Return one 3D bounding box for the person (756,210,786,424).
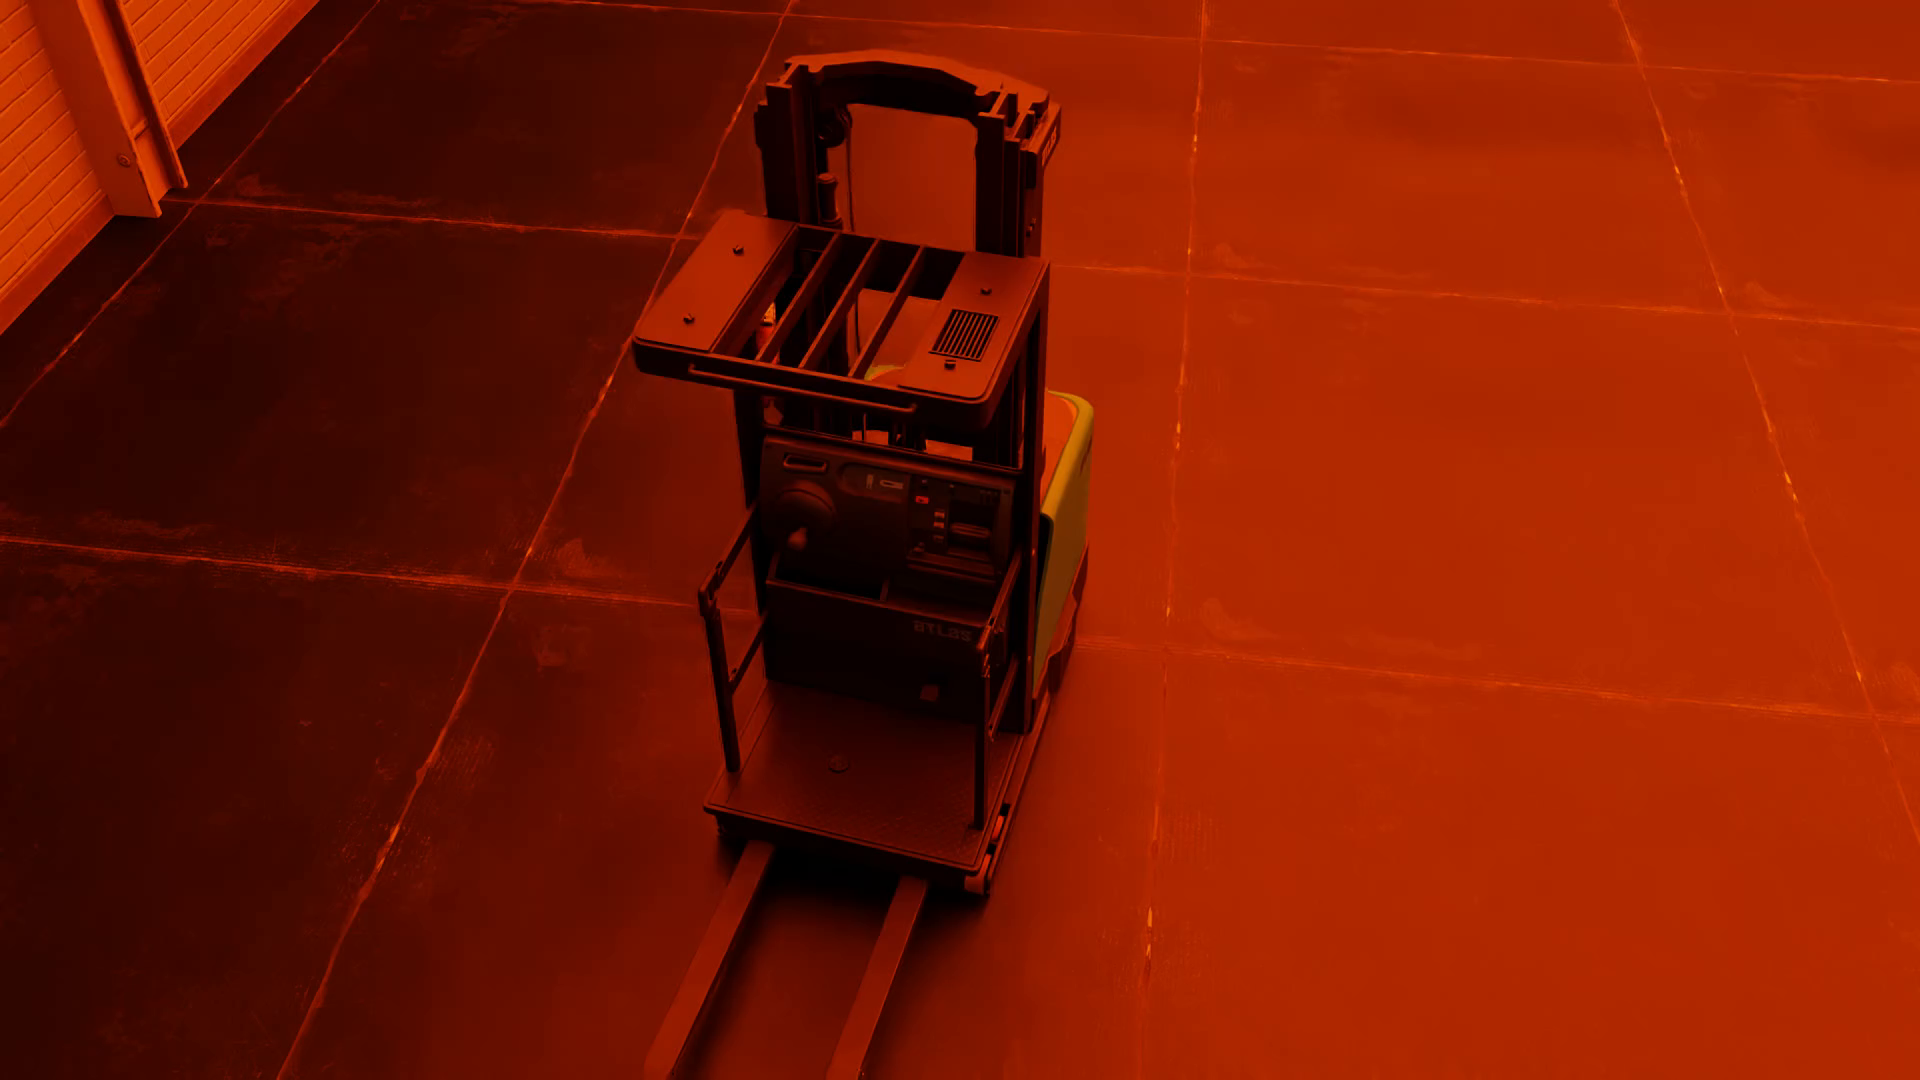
[{"bbox_3d":[-0.770,-0.945,7.714,0.459,1.640,0.778,1,43,1],"label":"person"}]

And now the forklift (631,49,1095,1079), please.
[{"bbox_3d":[-0.324,-0.020,5.746,1.130,2.935,3.031,11,44,12],"label":"forklift"}]
